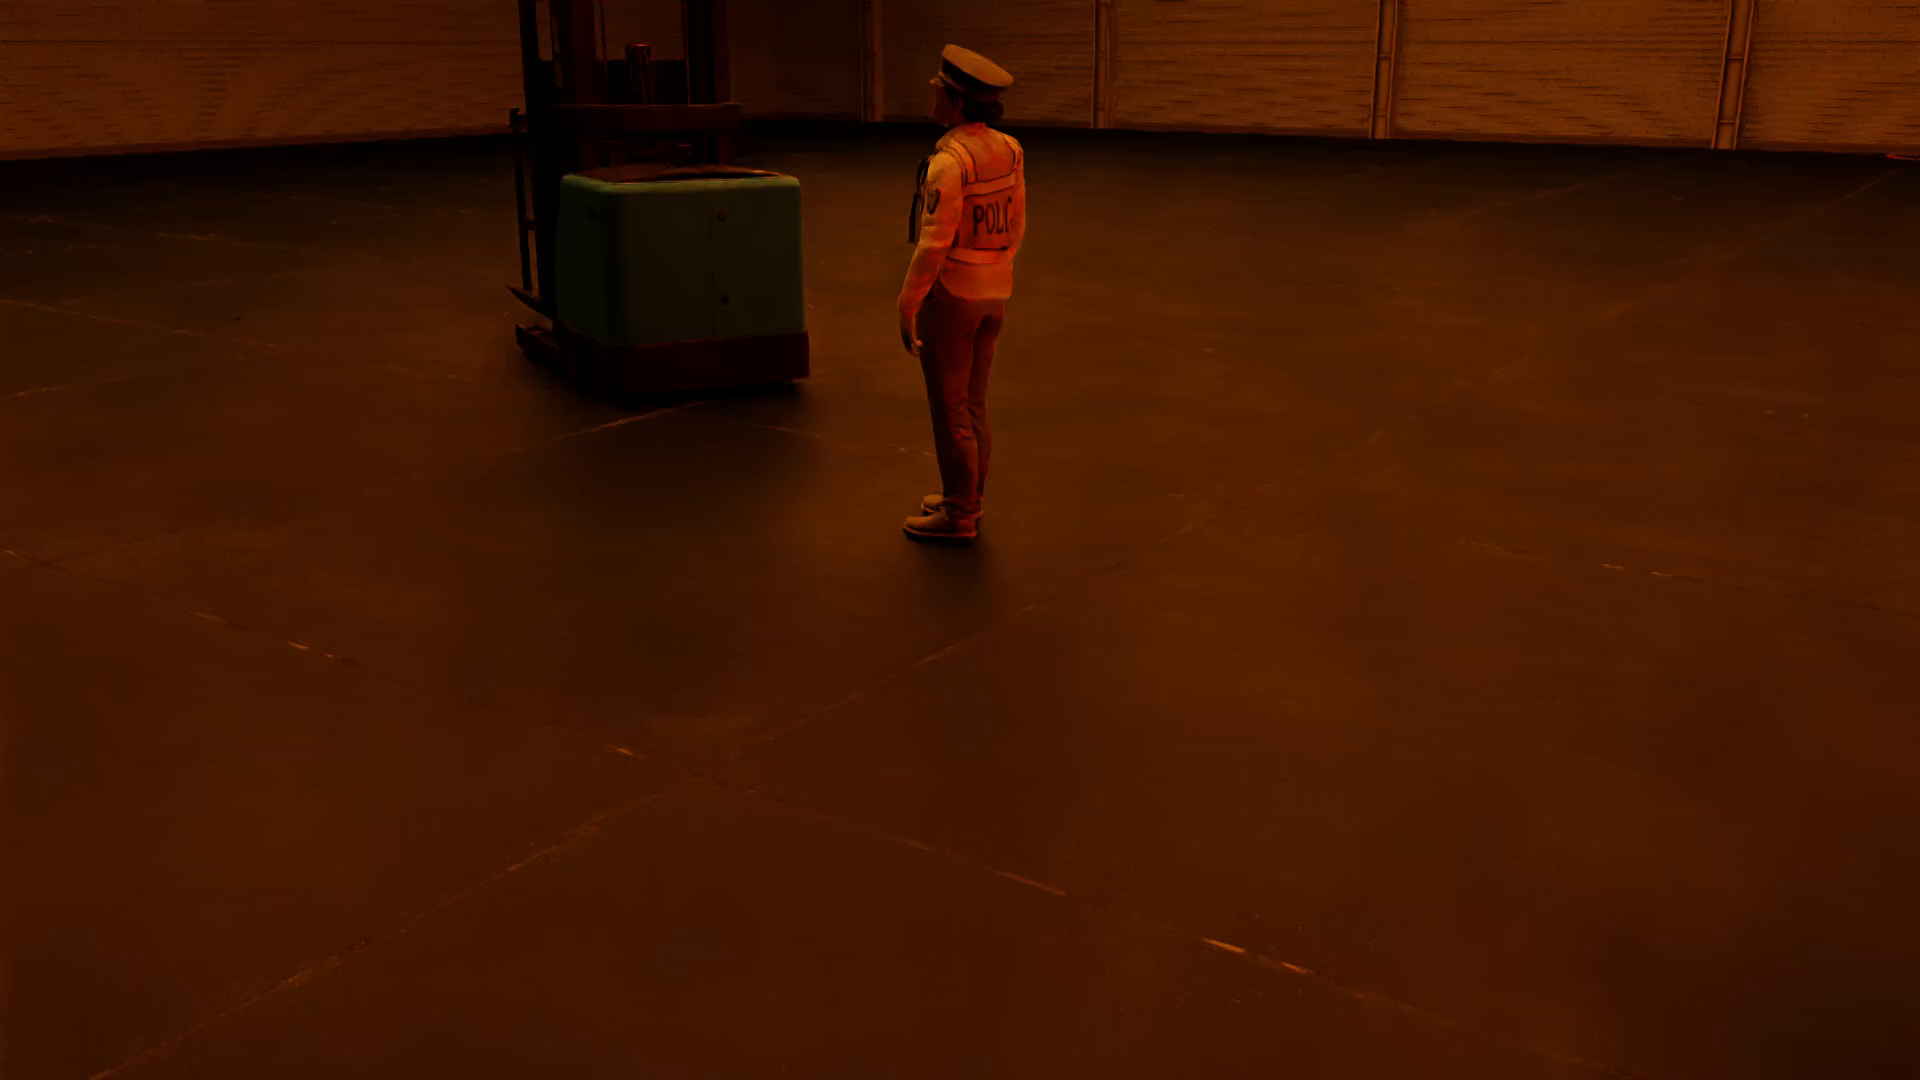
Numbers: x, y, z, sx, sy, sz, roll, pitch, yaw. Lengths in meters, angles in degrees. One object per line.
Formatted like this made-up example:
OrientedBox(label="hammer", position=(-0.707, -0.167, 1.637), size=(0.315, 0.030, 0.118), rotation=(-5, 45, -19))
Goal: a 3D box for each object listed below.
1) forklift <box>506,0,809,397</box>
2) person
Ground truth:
OrientedBox(label="forklift", position=(-1.897, -2.481, 9.130), size=(1.130, 2.935, 3.031), rotation=(-8, 19, -26))
OrientedBox(label="person", position=(-0.052, -0.832, 5.746), size=(0.533, 1.695, 0.586), rotation=(11, 20, 33))
